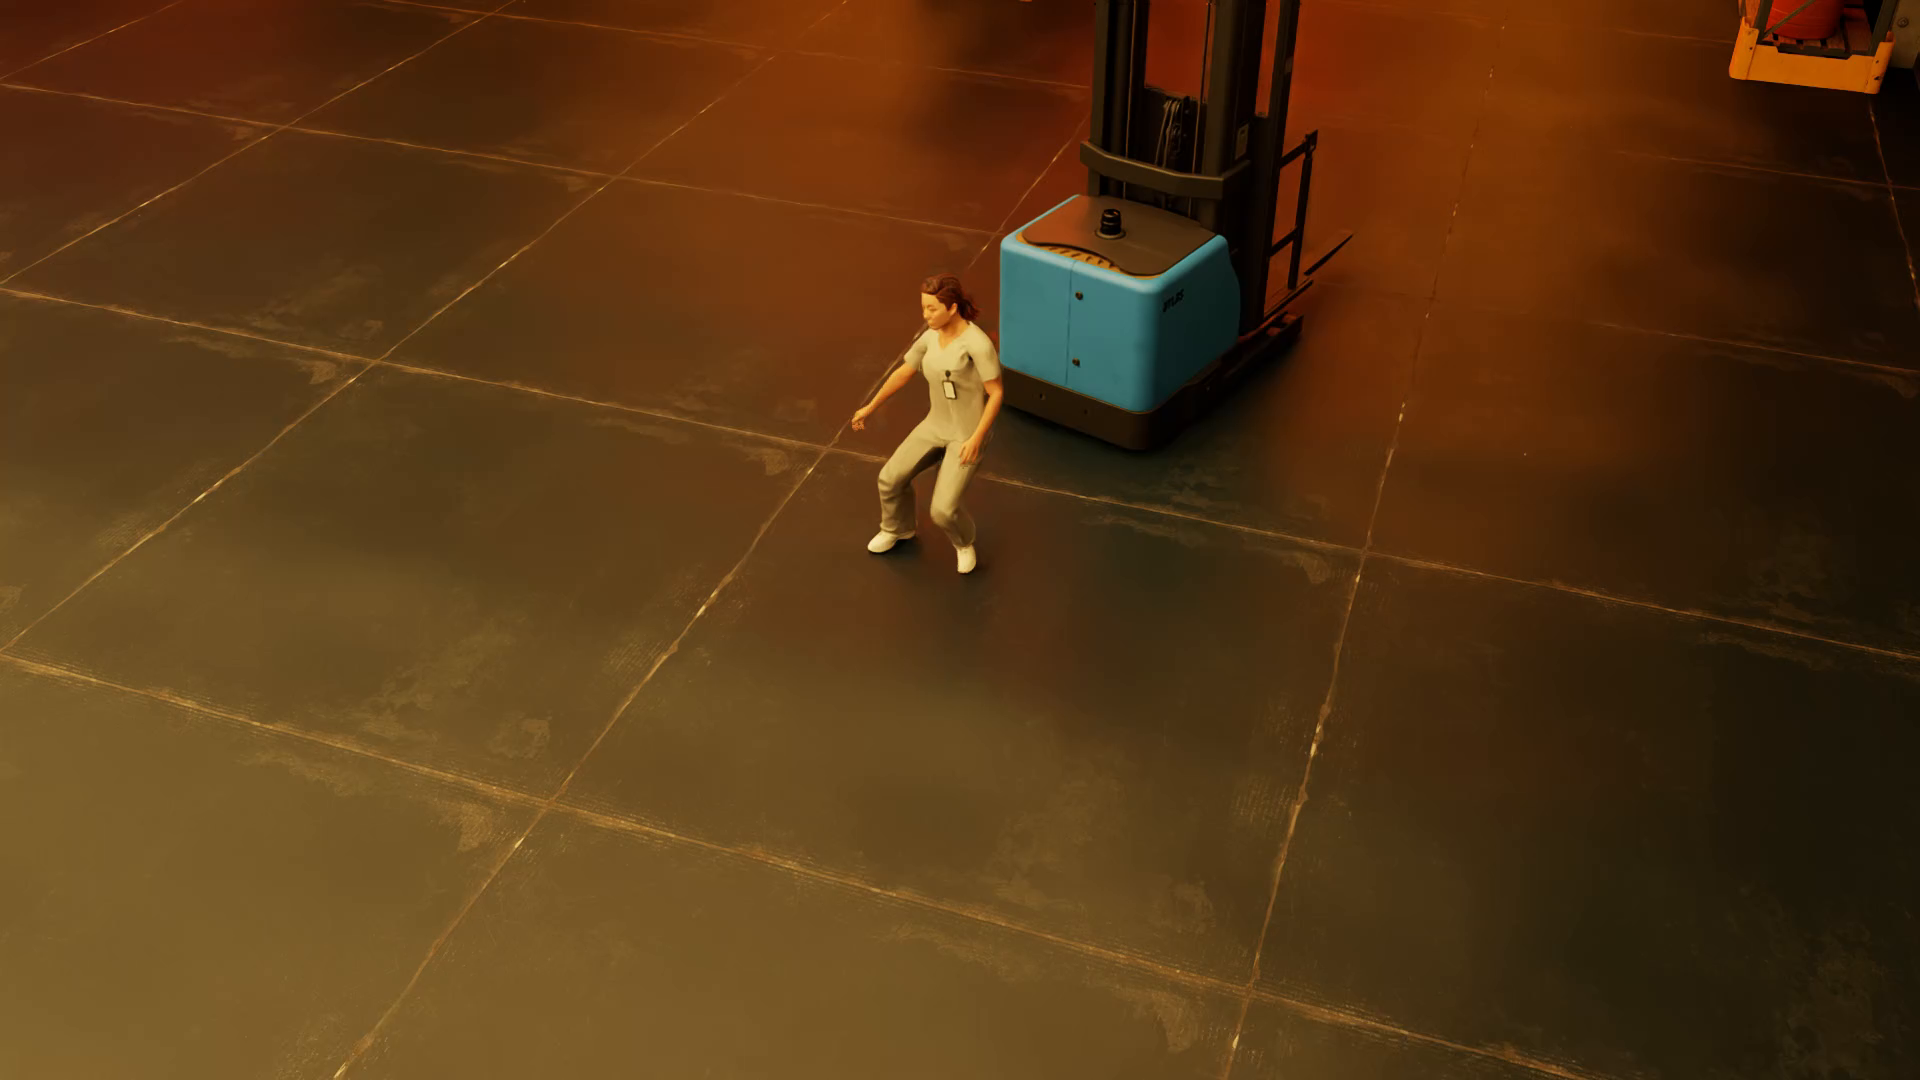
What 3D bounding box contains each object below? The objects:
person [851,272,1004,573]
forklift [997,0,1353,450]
[{"bbox_3d":[-0.110,-0.552,8.083,0.524,1.550,0.749,-30,45,-35],"label":"person"},{"bbox_3d":[1.482,-2.494,9.629,1.130,2.935,3.031,23,41,29],"label":"forklift"}]
